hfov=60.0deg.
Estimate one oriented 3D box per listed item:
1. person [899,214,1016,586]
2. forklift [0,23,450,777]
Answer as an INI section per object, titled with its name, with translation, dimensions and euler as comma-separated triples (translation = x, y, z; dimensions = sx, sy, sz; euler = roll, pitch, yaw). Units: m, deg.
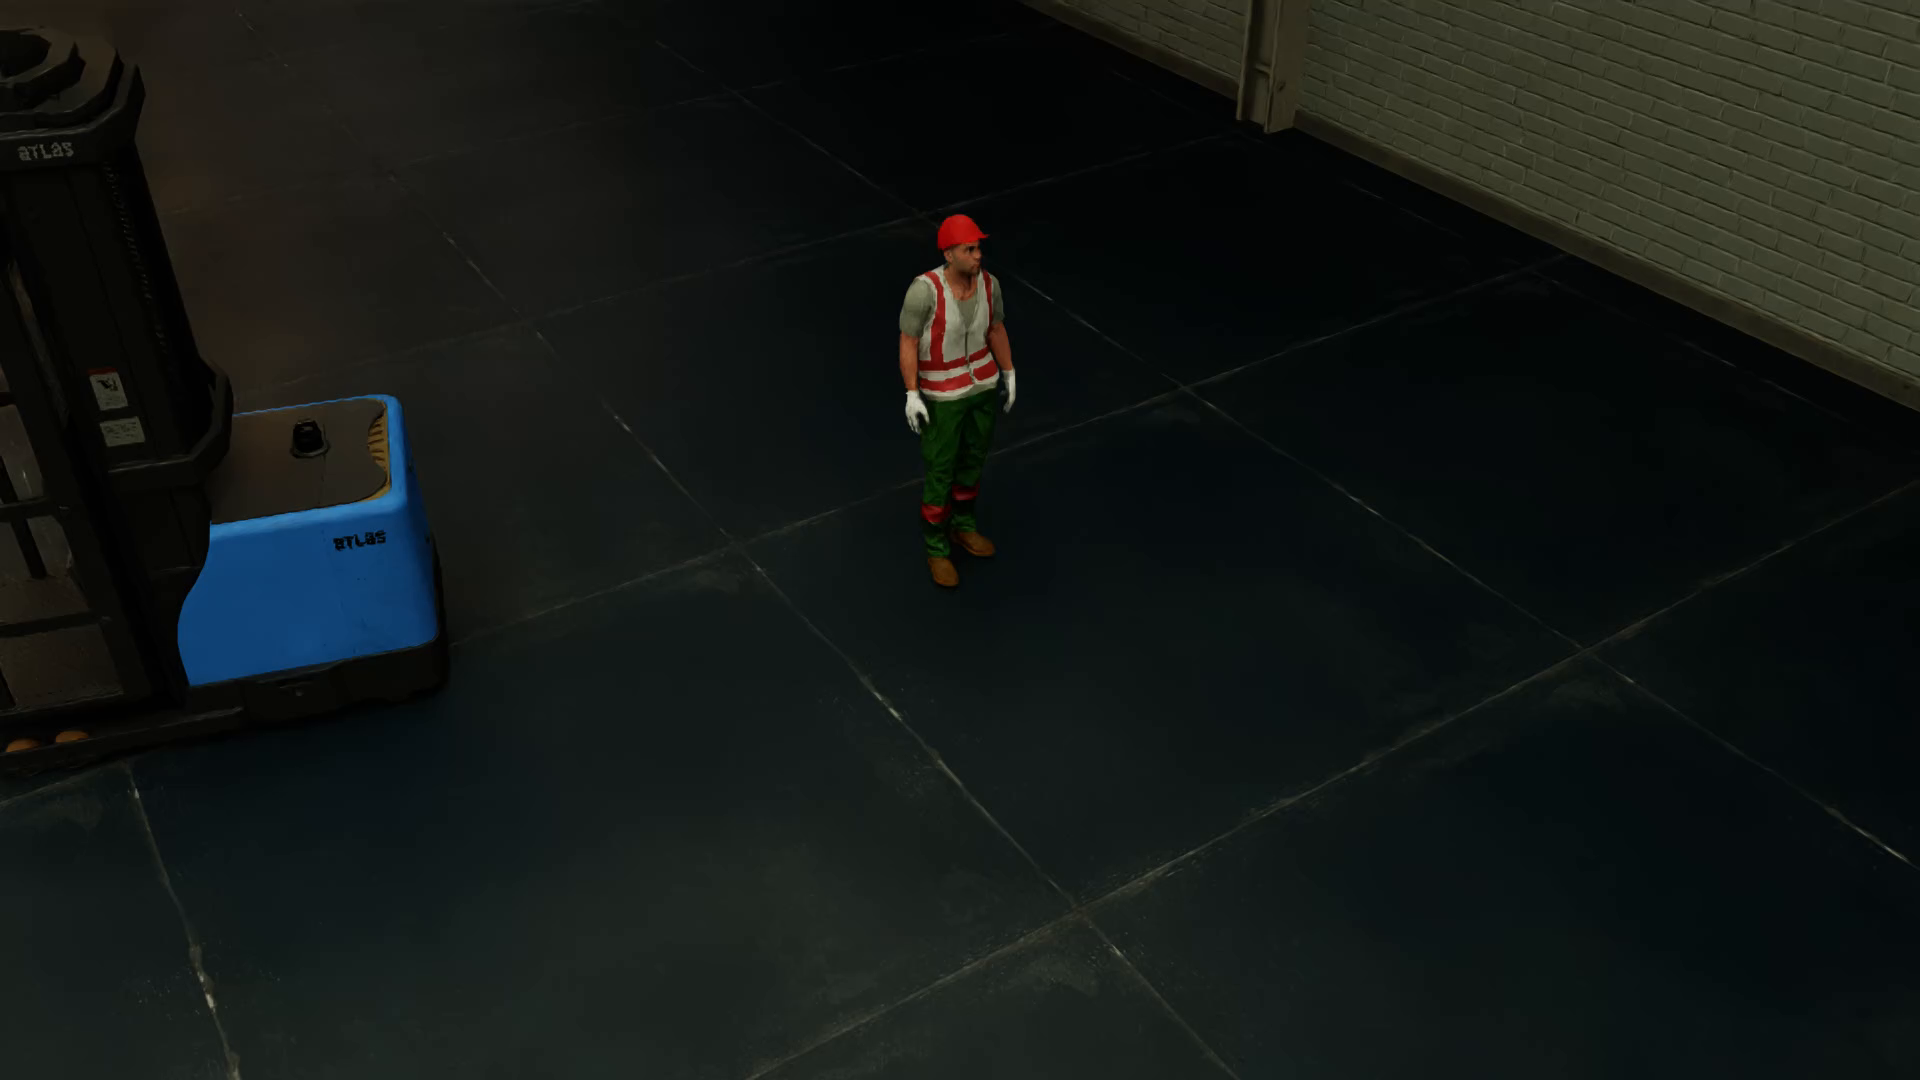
[person]
translation = 0.034, -0.695, 8.119
dimensions = 0.637, 1.787, 0.563
euler = -21, 40, -27
[forklift]
translation = -3.938, -0.512, 6.876
dimensions = 3.031, 2.935, 1.130
euler = -10, 36, -14
